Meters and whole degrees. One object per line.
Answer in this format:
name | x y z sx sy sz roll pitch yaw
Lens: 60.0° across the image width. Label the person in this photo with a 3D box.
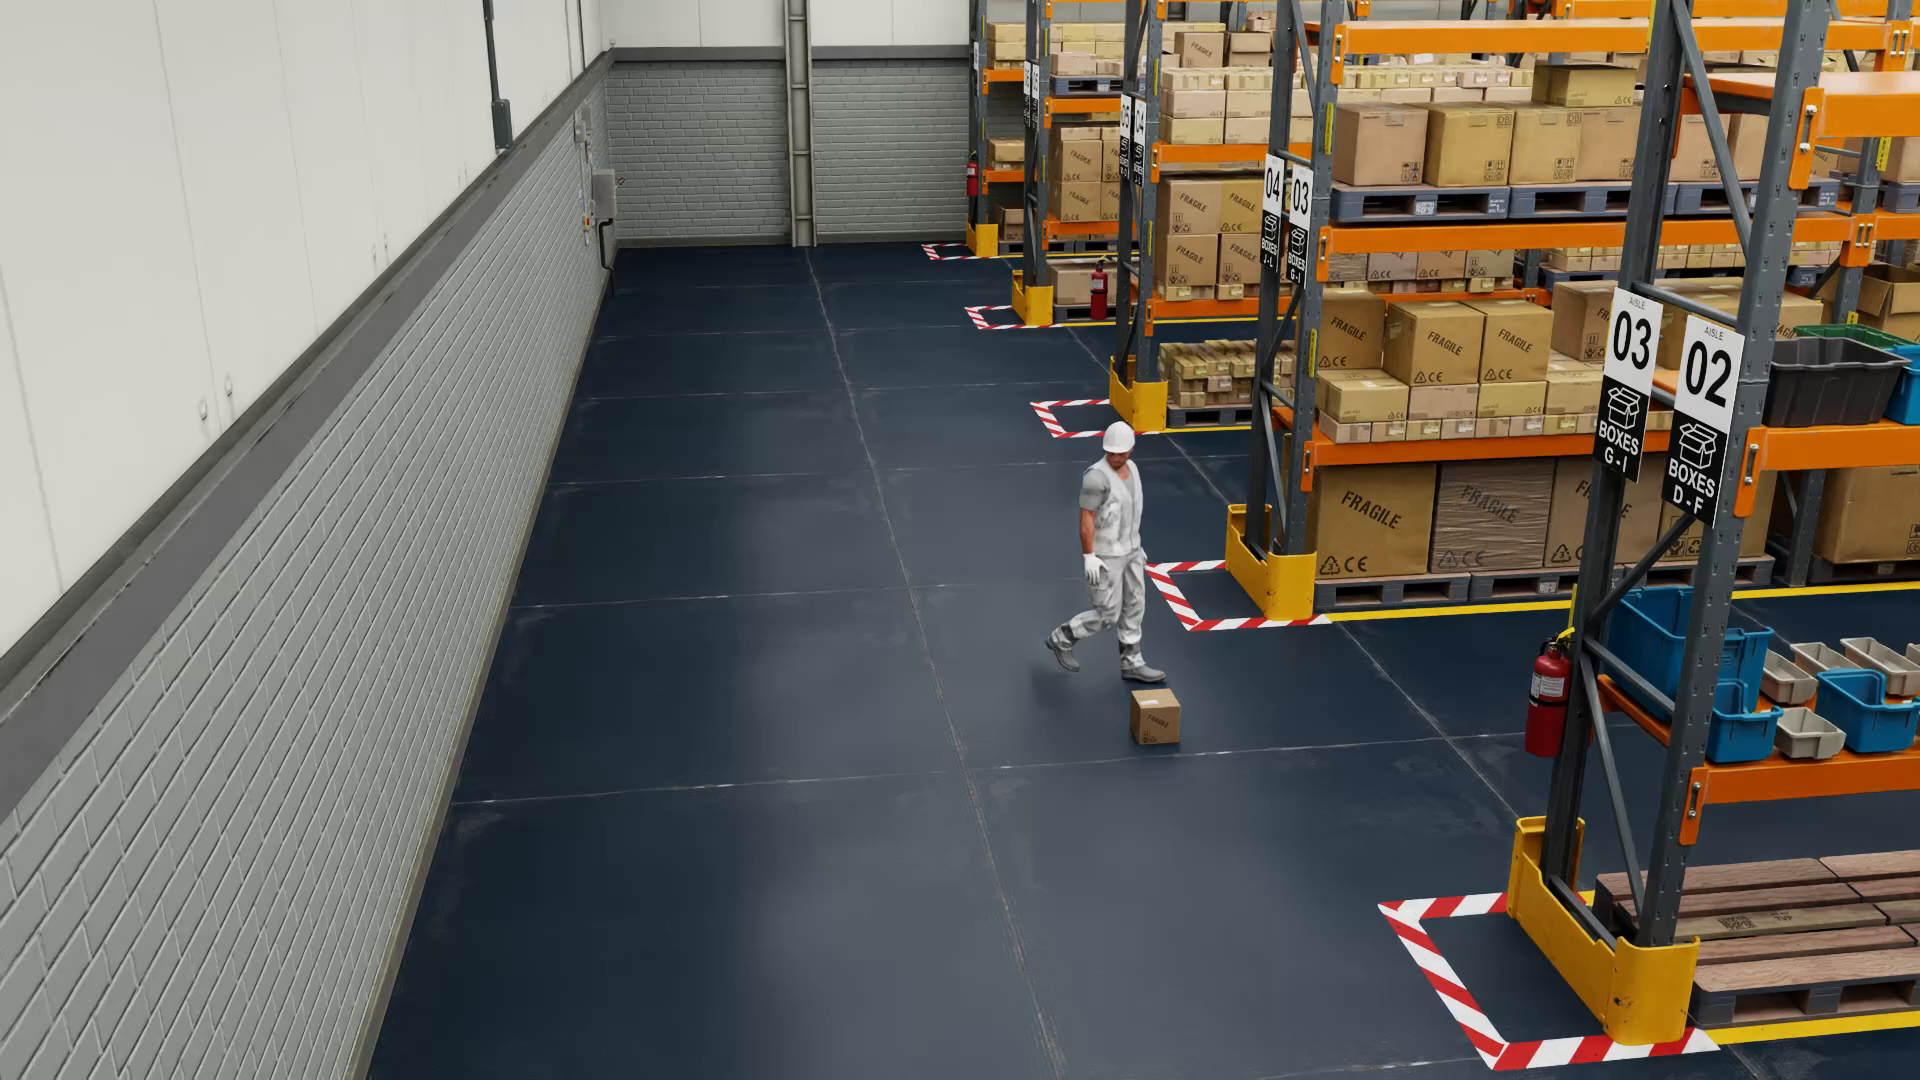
person | 0.973 0.082 10.786 0.709 1.778 0.602 14 24 34
